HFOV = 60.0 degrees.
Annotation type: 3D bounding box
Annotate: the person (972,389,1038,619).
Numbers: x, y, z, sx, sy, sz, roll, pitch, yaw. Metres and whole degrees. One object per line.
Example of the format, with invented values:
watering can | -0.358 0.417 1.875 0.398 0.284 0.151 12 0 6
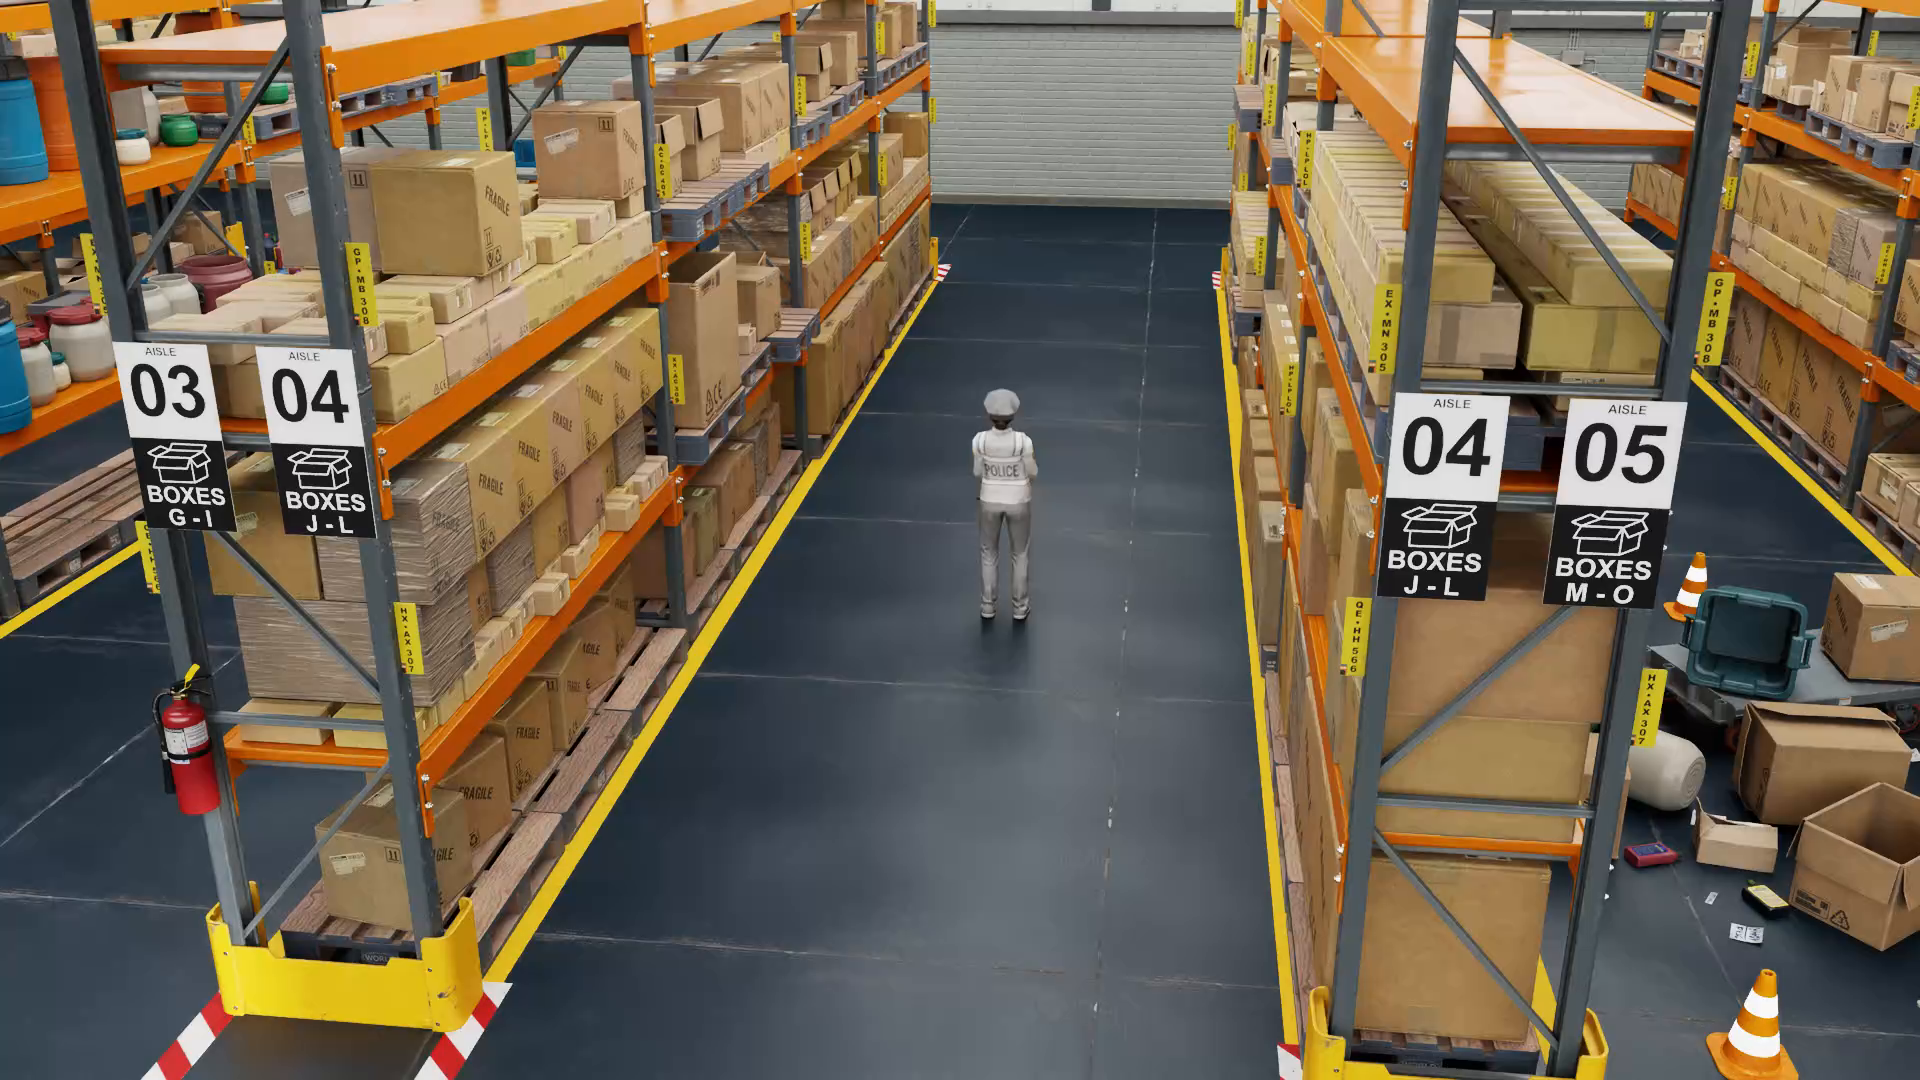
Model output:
person | 0.320 -0.275 11.754 0.459 1.686 0.556 3 21 7
